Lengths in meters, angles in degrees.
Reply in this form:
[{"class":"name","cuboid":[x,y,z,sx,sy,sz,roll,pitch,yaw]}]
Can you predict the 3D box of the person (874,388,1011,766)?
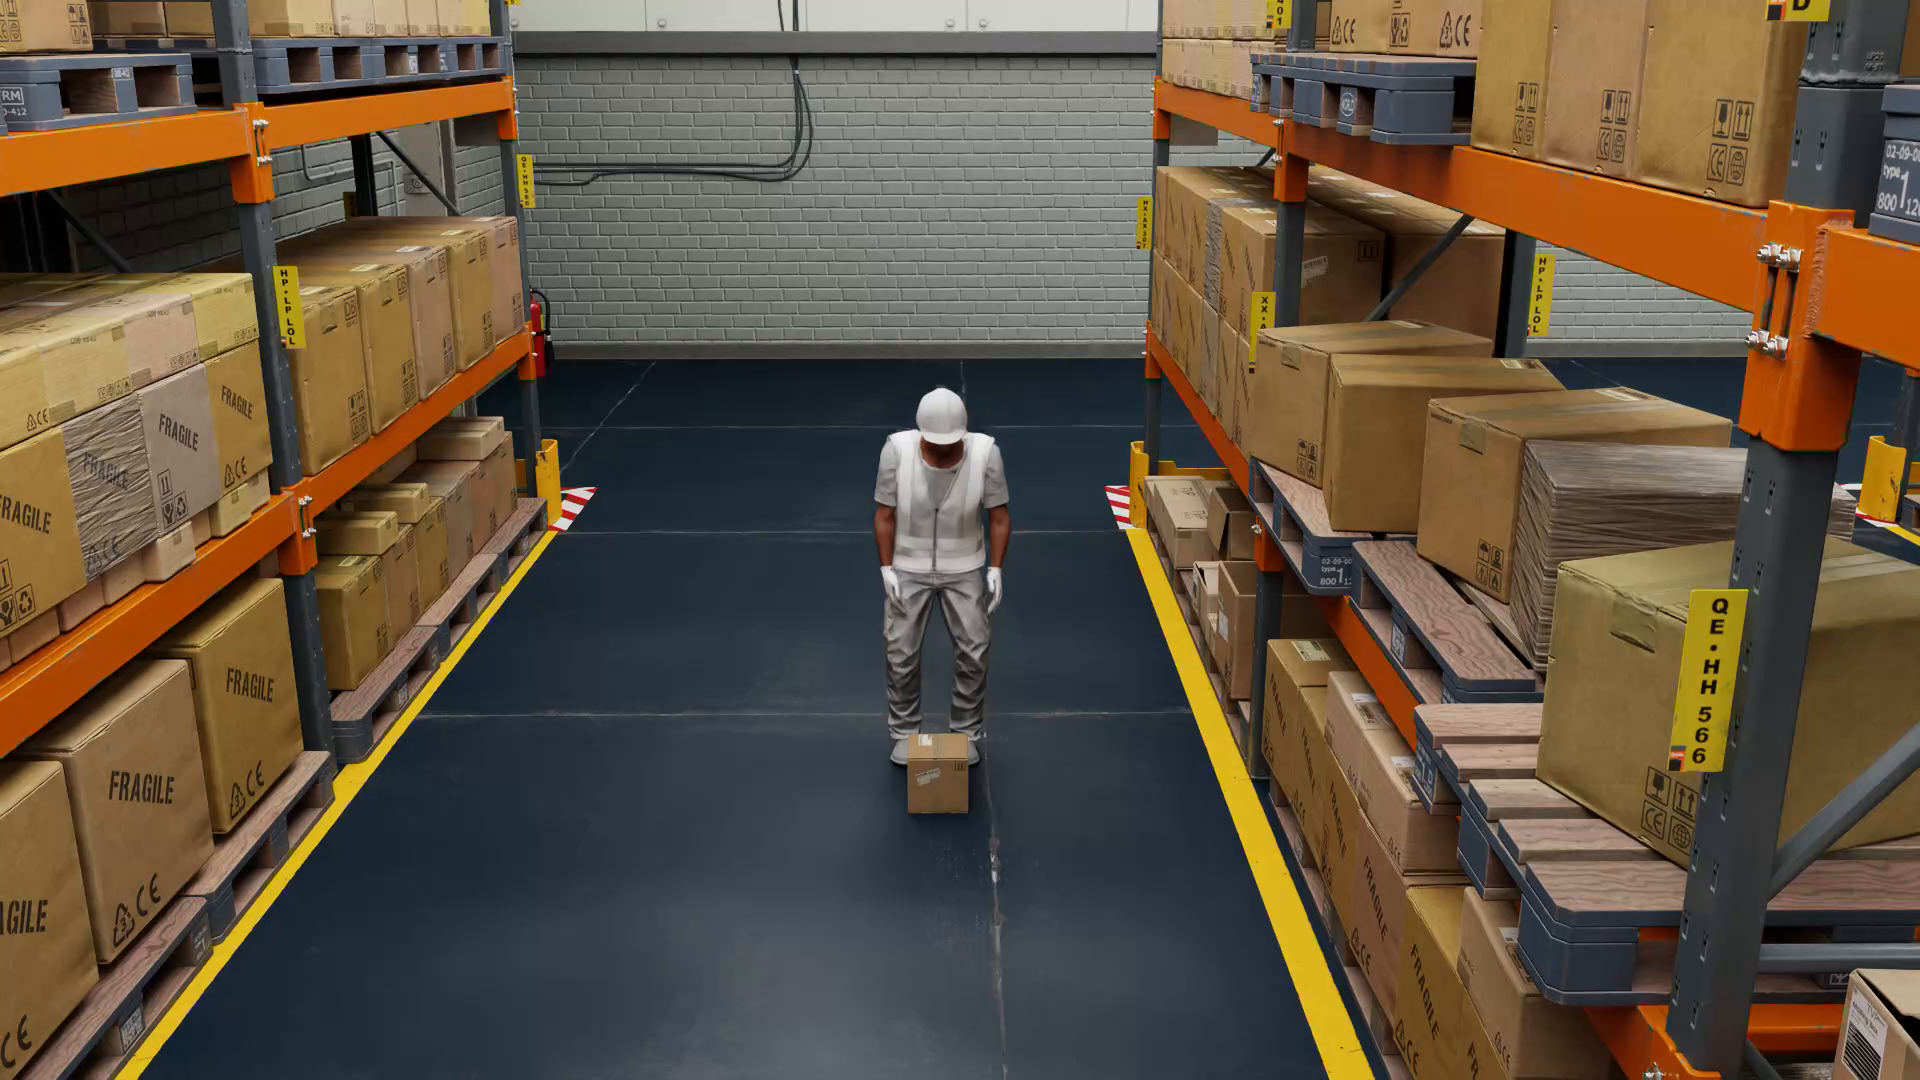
[{"class":"person","cuboid":[-0.075,0.150,7.174,0.584,1.695,0.517,0,17,1]}]
